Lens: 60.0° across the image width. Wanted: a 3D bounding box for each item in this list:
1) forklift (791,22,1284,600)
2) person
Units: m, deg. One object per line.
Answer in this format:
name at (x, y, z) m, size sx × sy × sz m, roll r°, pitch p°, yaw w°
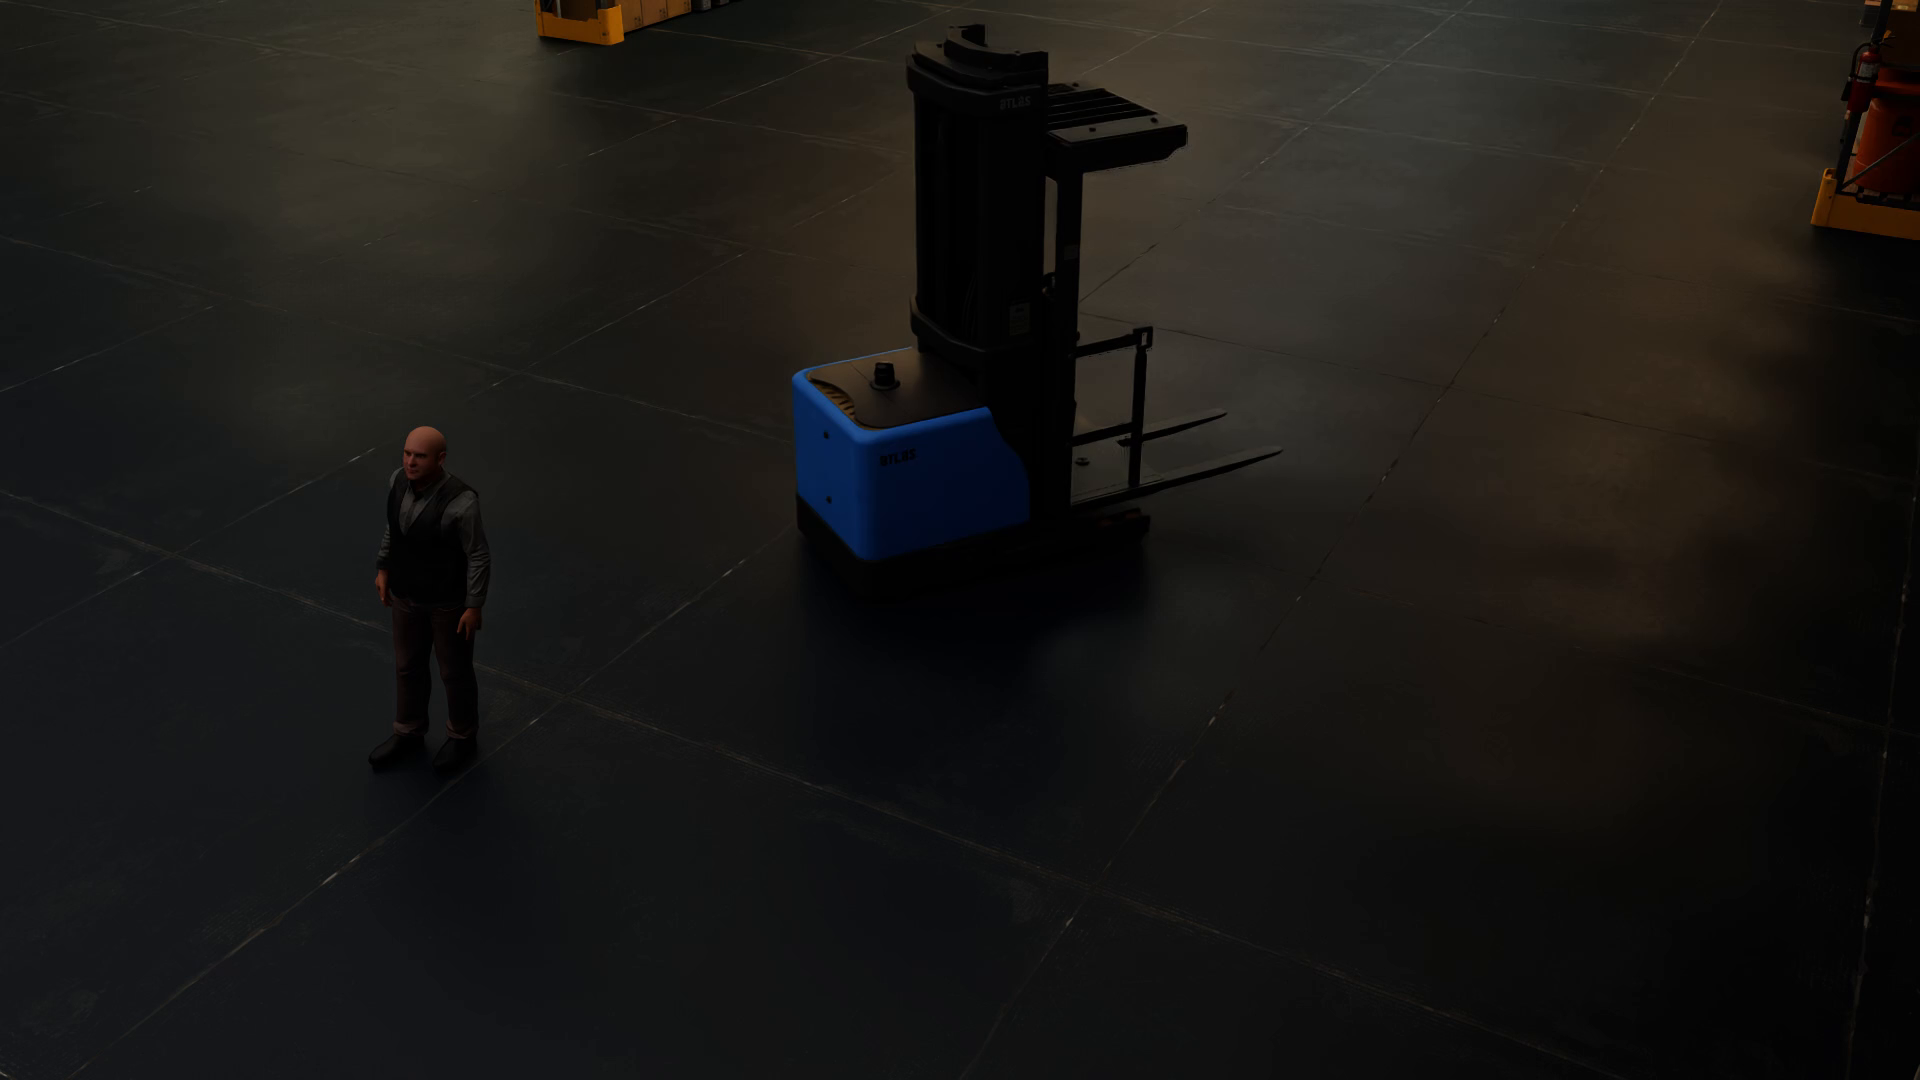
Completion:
forklift at (0.564, -1.443, 9.571) m, size 3.031 × 2.935 × 1.130 m, roll -15°, pitch 33°, yaw -24°
person at (-2.495, 0.295, 7.754) m, size 0.634 × 1.722 × 0.567 m, roll 15°, pitch 33°, yaw 24°
